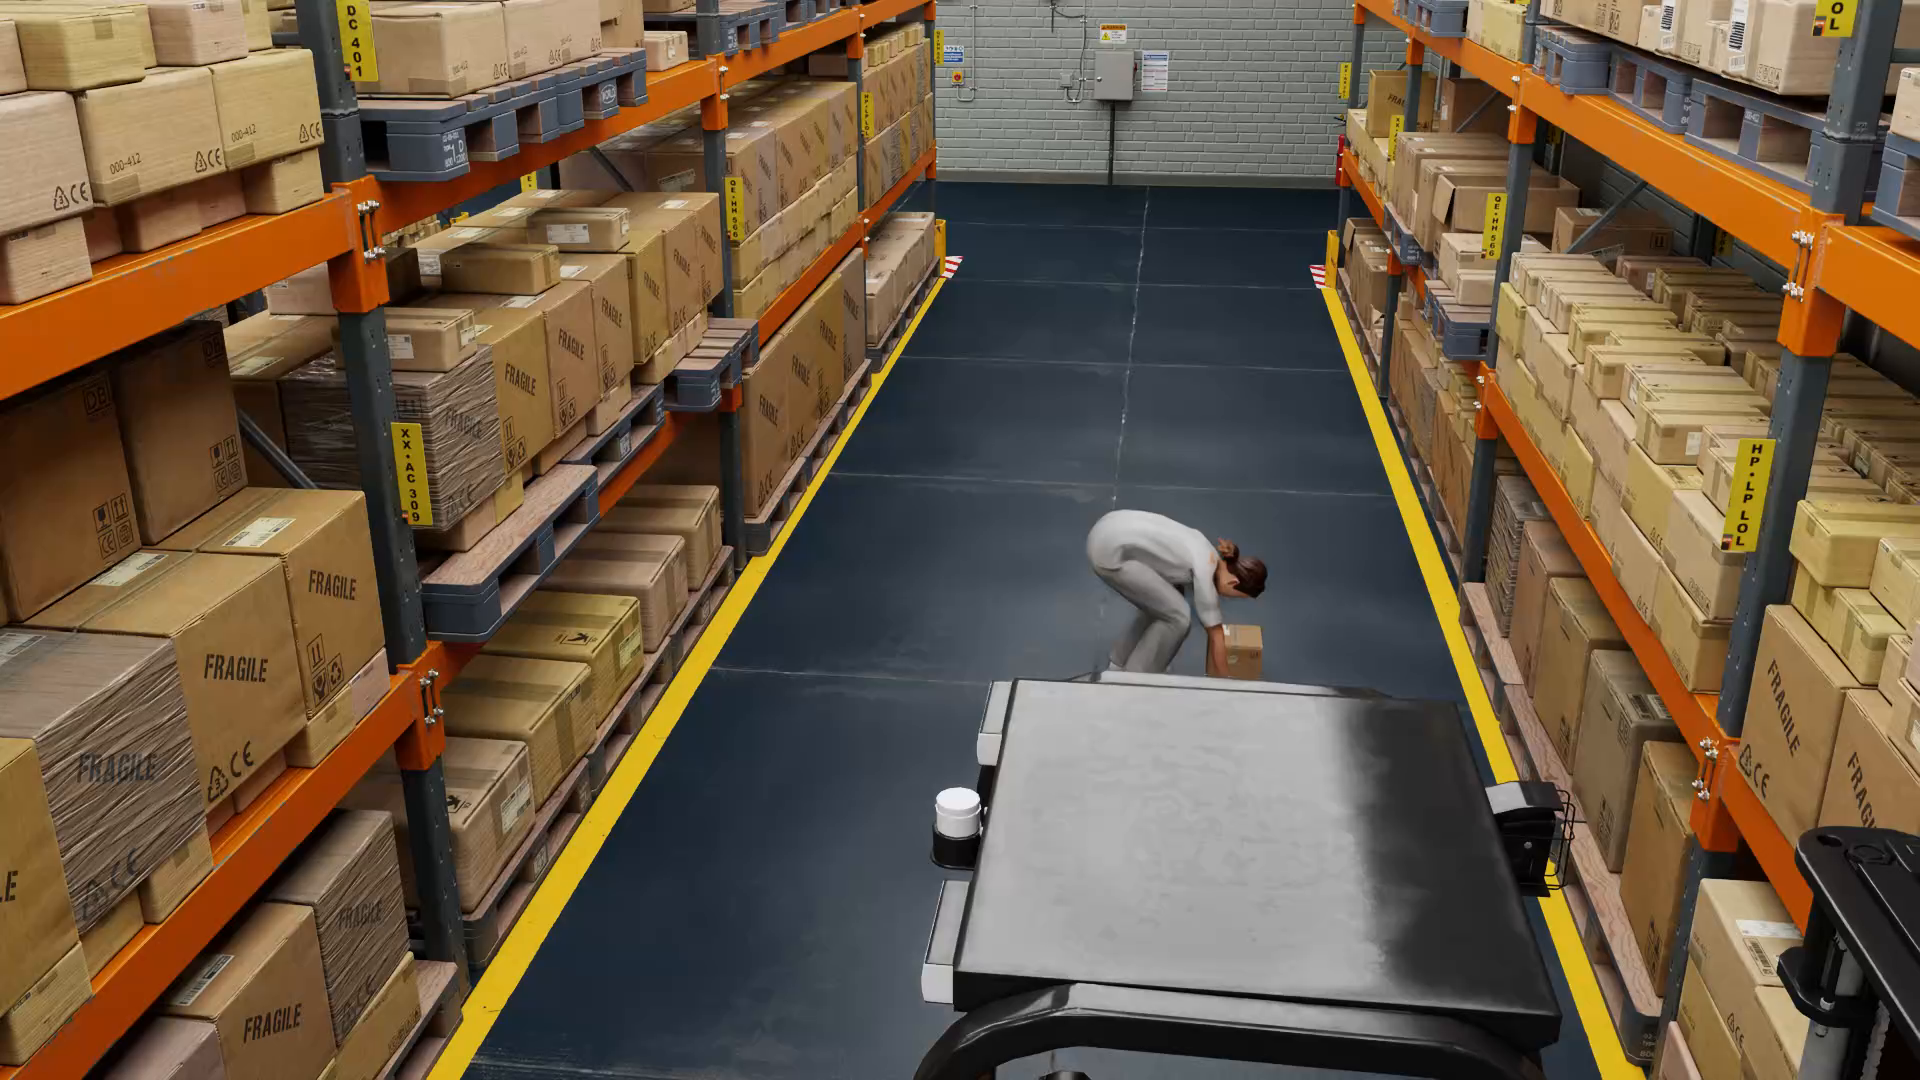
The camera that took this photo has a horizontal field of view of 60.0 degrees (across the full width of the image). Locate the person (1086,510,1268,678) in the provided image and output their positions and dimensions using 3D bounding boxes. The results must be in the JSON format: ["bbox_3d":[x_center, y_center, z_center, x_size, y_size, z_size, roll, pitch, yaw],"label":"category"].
[{"bbox_3d":[1.017,0.301,7.886,0.848,0.893,0.464,1,21,4],"label":"person"}]
